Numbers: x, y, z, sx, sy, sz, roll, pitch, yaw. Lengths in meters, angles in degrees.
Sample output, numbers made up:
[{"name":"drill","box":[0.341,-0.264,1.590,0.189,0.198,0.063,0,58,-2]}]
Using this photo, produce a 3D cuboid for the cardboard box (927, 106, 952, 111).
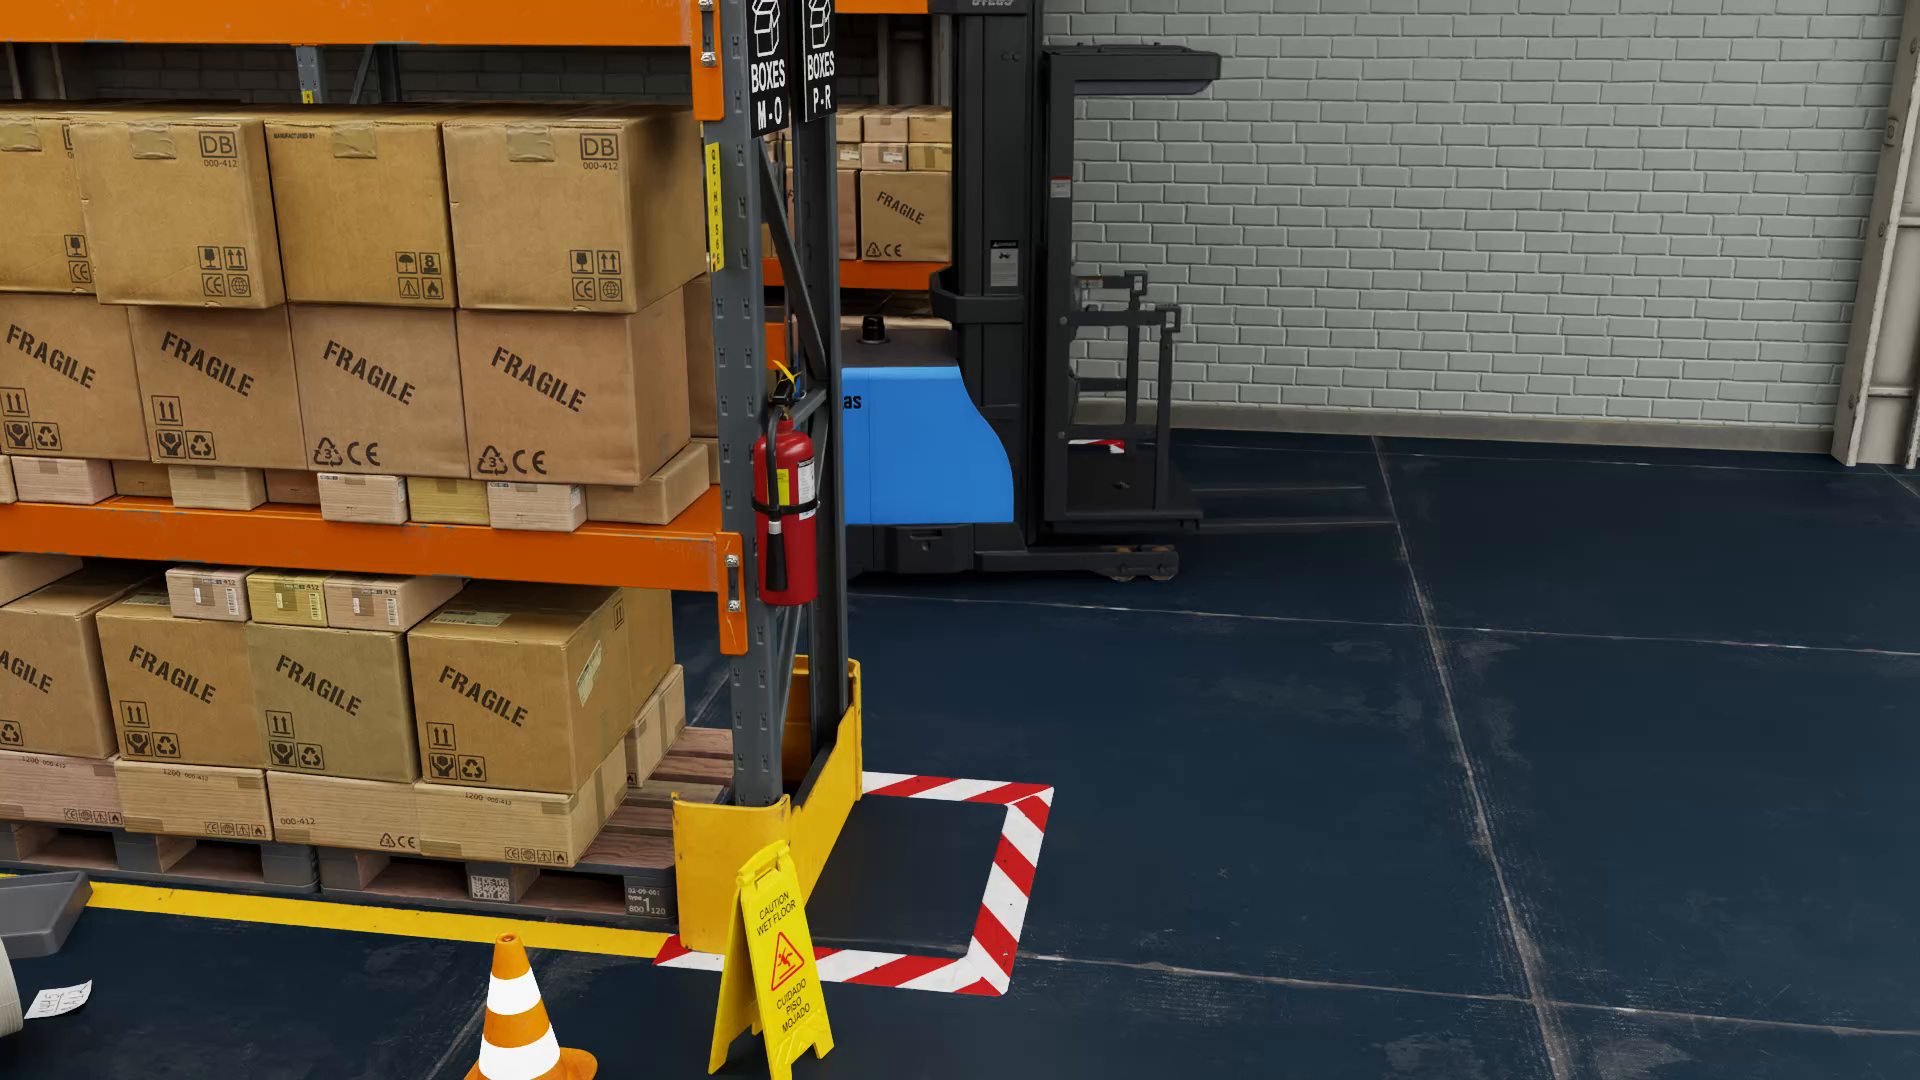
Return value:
[{"name":"cardboard box","box":[-0.047,-2.479,9.835,0.250,0.149,0.380,3,19,8]}]

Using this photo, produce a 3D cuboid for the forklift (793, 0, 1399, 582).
[{"name":"forklift","box":[0.686,-1.351,8.221,3.031,2.935,1.130,-1,19,-3]}]

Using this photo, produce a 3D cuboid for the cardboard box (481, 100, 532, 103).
[{"name":"cardboard box","box":[-2.831,-2.640,10.317,0.250,0.149,0.380,3,19,8]}]

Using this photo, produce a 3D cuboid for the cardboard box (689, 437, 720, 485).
[{"name":"cardboard box","box":[-0.836,-0.306,5.387,0.250,0.149,0.380,3,19,9]}]

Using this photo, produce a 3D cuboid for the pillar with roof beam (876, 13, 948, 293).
[{"name":"pillar with roof beam","box":[-0.977,-3.712,5.716,0.400,9.000,9.100,3,19,9]}]

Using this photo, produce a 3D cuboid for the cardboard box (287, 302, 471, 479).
[{"name":"cardboard box","box":[-1.606,-0.500,4.942,0.500,0.500,0.500,3,19,9]}]

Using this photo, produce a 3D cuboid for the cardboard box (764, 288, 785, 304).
[{"name":"cardboard box","box":[-1.180,-1.404,10.368,0.500,0.250,0.500,3,19,8]}]

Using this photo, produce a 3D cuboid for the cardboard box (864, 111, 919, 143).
[{"name":"cardboard box","box":[-0.385,-2.349,9.449,0.250,0.149,0.380,3,19,9]}]

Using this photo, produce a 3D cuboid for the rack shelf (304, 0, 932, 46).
[{"name":"rack shelf","box":[-1.724,-3.081,9.689,4.000,0.370,1.077,3,19,9]}]

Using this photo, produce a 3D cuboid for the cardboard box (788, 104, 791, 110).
[{"name":"cardboard box","box":[-1.069,-2.534,10.000,0.250,0.149,0.380,4,19,10]}]

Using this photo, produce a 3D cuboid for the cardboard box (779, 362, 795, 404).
[{"name":"cardboard box","box":[-0.773,-0.986,9.907,0.500,0.250,0.500,3,19,8]}]

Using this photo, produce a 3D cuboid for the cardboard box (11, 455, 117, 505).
[{"name":"cardboard box","box":[-2.708,-0.238,5.183,0.250,0.149,0.380,3,19,8]}]

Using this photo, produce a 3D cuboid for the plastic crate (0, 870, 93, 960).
[{"name":"plastic crate","box":[-3.062,1.176,5.163,0.583,0.080,0.402,-3,19,-10]}]

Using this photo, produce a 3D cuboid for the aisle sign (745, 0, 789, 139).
[{"name":"aisle sign","box":[-0.518,-1.482,4.409,0.004,0.787,0.394,3,19,9]}]

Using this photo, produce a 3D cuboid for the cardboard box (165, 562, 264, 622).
[{"name":"cardboard box","box":[-2.246,0.115,5.201,0.250,0.149,0.380,4,19,11]}]

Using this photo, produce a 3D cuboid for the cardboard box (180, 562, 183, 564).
[{"name":"cardboard box","box":[-2.849,0.200,5.966,0.500,0.500,0.500,4,19,12]}]

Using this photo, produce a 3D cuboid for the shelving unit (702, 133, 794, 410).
[{"name":"shelving unit","box":[-1.073,-0.892,8.128,0.503,2.100,0.431,-1,20,-3]}]

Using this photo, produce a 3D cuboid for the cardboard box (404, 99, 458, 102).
[{"name":"cardboard box","box":[-3.336,-2.675,10.421,0.250,0.149,0.380,3,19,9]}]

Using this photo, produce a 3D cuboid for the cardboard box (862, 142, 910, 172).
[{"name":"cardboard box","box":[-0.393,-2.187,9.432,0.250,0.149,0.380,3,19,10]}]

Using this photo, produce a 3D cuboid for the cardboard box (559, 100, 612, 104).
[{"name":"cardboard box","box":[-2.321,-2.628,10.280,0.250,0.149,0.380,3,19,8]}]

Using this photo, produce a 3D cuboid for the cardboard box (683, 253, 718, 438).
[{"name":"cardboard box","box":[-0.957,-0.643,5.370,0.500,0.500,0.500,3,19,8]}]

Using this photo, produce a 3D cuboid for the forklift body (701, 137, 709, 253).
[{"name":"forklift body","box":[-1.911,-1.020,8.462,1.214,2.155,2.313,3,19,9]}]

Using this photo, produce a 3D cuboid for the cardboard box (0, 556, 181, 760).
[{"name":"cardboard box","box":[-2.901,0.369,5.464,0.500,0.500,0.500,4,19,12]}]

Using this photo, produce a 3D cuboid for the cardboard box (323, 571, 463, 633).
[{"name":"cardboard box","box":[-1.739,0.142,5.119,0.250,0.149,0.380,3,19,10]}]

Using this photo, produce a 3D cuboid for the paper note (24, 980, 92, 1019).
[{"name":"paper note","box":[-2.599,1.324,4.798,0.148,0.019,0.142,-3,19,-10]}]

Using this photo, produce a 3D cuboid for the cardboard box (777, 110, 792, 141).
[{"name":"cardboard box","box":[-0.882,-2.390,9.570,0.250,0.149,0.380,3,19,9]}]

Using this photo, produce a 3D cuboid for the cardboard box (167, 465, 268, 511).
[{"name":"cardboard box","box":[-2.210,-0.219,5.125,0.250,0.149,0.380,3,19,8]}]

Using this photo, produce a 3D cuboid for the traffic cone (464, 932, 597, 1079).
[{"name":"traffic cone","box":[-1.162,1.242,4.362,0.334,0.463,0.336,3,19,9]}]

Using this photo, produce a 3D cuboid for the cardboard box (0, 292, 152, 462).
[{"name":"cardboard box","box":[-2.597,-0.557,5.115,0.500,0.500,0.500,3,19,9]}]

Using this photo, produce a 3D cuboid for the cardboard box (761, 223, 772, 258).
[{"name":"cardboard box","box":[-1.294,-1.943,9.726,0.500,0.500,0.500,3,19,8]}]

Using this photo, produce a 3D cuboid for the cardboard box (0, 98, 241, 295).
[{"name":"cardboard box","box":[-2.561,-1.053,5.021,0.500,0.500,0.700,3,19,8]}]

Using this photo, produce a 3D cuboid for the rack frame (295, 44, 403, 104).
[{"name":"rack frame","box":[-3.699,-2.100,10.352,0.127,3.000,1.000,3,19,9]}]

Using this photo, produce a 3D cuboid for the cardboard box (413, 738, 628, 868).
[{"name":"cardboard box","box":[-1.398,0.804,5.345,0.500,0.250,0.500,3,19,8]}]

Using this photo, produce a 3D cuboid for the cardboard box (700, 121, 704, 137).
[{"name":"cardboard box","box":[-1.413,-2.380,9.539,0.250,0.149,0.380,3,19,10]}]

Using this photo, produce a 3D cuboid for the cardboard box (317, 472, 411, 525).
[{"name":"cardboard box","box":[-1.713,-0.177,5.001,0.250,0.149,0.380,3,19,10]}]

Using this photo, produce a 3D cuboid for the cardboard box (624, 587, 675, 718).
[{"name":"cardboard box","box":[-1.309,0.277,5.736,0.500,0.500,0.500,2,19,7]}]

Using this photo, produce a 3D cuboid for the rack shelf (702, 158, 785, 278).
[{"name":"rack shelf","box":[-1.077,-1.536,7.892,0.480,0.518,0.431,-1,20,-3]}]

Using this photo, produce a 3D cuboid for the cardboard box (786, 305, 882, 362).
[{"name":"cardboard box","box":[-0.759,-1.217,9.810,0.500,0.250,0.500,3,19,10]}]

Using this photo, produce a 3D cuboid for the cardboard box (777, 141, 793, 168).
[{"name":"cardboard box","box":[-0.883,-2.235,9.576,0.250,0.149,0.380,3,19,8]}]

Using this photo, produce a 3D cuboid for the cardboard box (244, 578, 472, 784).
[{"name":"cardboard box","box":[-1.881,0.422,5.305,0.500,0.500,0.500,4,19,11]}]

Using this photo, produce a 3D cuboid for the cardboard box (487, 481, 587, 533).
[{"name":"cardboard box","box":[-1.204,-0.154,4.932,0.250,0.149,0.380,3,19,8]}]

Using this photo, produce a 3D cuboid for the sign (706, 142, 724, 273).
[{"name":"sign","box":[-0.641,-0.870,4.352,0.005,0.325,0.100,3,19,9]}]

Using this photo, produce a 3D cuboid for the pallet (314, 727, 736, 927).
[{"name":"pallet","box":[-1.405,0.923,5.711,1.213,0.211,1.003,3,19,9]}]

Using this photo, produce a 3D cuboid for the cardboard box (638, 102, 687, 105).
[{"name":"cardboard box","box":[-1.831,-2.578,10.131,0.250,0.149,0.380,3,19,10]}]

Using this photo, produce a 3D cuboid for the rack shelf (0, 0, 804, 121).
[{"name":"rack shelf","box":[-2.508,-1.525,5.041,4.000,0.370,1.077,3,19,9]}]

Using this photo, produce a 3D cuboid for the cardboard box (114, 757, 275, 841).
[{"name":"cardboard box","box":[-2.402,0.752,5.500,0.500,0.250,0.500,2,19,7]}]

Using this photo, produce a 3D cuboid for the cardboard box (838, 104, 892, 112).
[{"name":"cardboard box","box":[-0.563,-2.511,9.932,0.250,0.149,0.380,3,19,10]}]

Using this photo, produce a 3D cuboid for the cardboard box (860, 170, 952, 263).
[{"name":"cardboard box","box":[-0.277,-1.889,9.563,0.500,0.500,0.500,3,19,7]}]

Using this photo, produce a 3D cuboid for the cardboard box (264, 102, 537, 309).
[{"name":"cardboard box","box":[-1.571,-0.991,4.836,0.500,0.500,0.700,3,19,9]}]

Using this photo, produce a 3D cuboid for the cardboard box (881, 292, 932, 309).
[{"name":"cardboard box","box":[-0.194,-1.352,10.211,0.500,0.250,0.500,3,19,8]}]

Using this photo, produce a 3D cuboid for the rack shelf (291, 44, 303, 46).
[{"name":"rack shelf","box":[-5.674,-3.282,10.291,4.000,0.370,1.077,3,19,9]}]
